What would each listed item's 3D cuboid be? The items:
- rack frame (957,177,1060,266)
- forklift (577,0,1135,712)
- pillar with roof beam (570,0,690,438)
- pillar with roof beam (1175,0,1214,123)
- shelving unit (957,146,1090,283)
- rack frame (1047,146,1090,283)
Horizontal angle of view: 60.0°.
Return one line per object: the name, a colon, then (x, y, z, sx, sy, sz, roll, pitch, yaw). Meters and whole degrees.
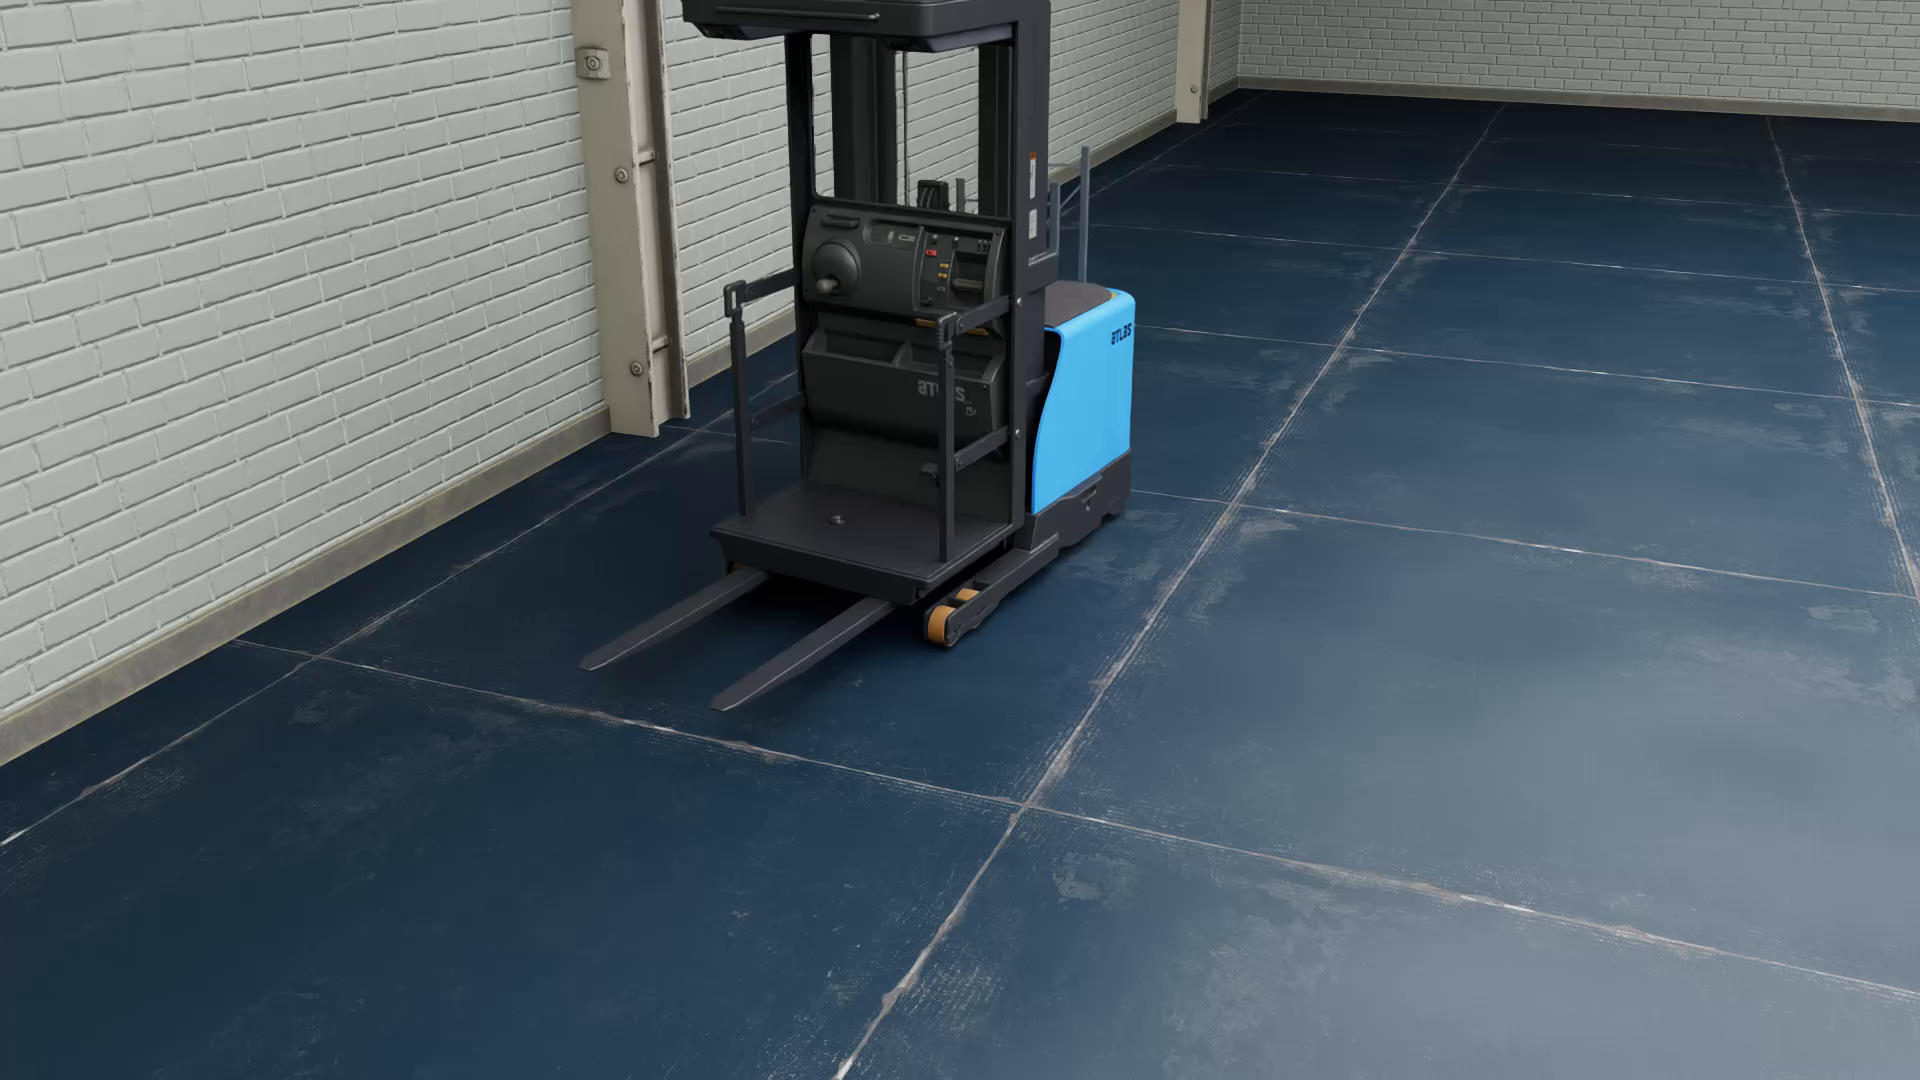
rack frame: (0.235, -1.044, 8.303, 0.500, 1.500, 0.032, 5, 23, 11)
forklift: (-0.347, -1.123, 6.636, 1.130, 2.935, 3.031, 13, 26, 28)
pillar with roof beam: (2.255, -4.189, 6.103, 9.100, 9.000, 0.400, 9, 24, 20)
pillar with roof beam: (6.713, -8.483, 16.383, 9.100, 9.000, 0.400, 9, 24, 20)
shelving unit: (0.342, -1.237, 8.760, 0.538, 1.500, 1.048, 5, 23, 11)
rack frame: (0.449, -1.430, 9.218, 0.500, 1.500, 0.032, 5, 23, 11)
